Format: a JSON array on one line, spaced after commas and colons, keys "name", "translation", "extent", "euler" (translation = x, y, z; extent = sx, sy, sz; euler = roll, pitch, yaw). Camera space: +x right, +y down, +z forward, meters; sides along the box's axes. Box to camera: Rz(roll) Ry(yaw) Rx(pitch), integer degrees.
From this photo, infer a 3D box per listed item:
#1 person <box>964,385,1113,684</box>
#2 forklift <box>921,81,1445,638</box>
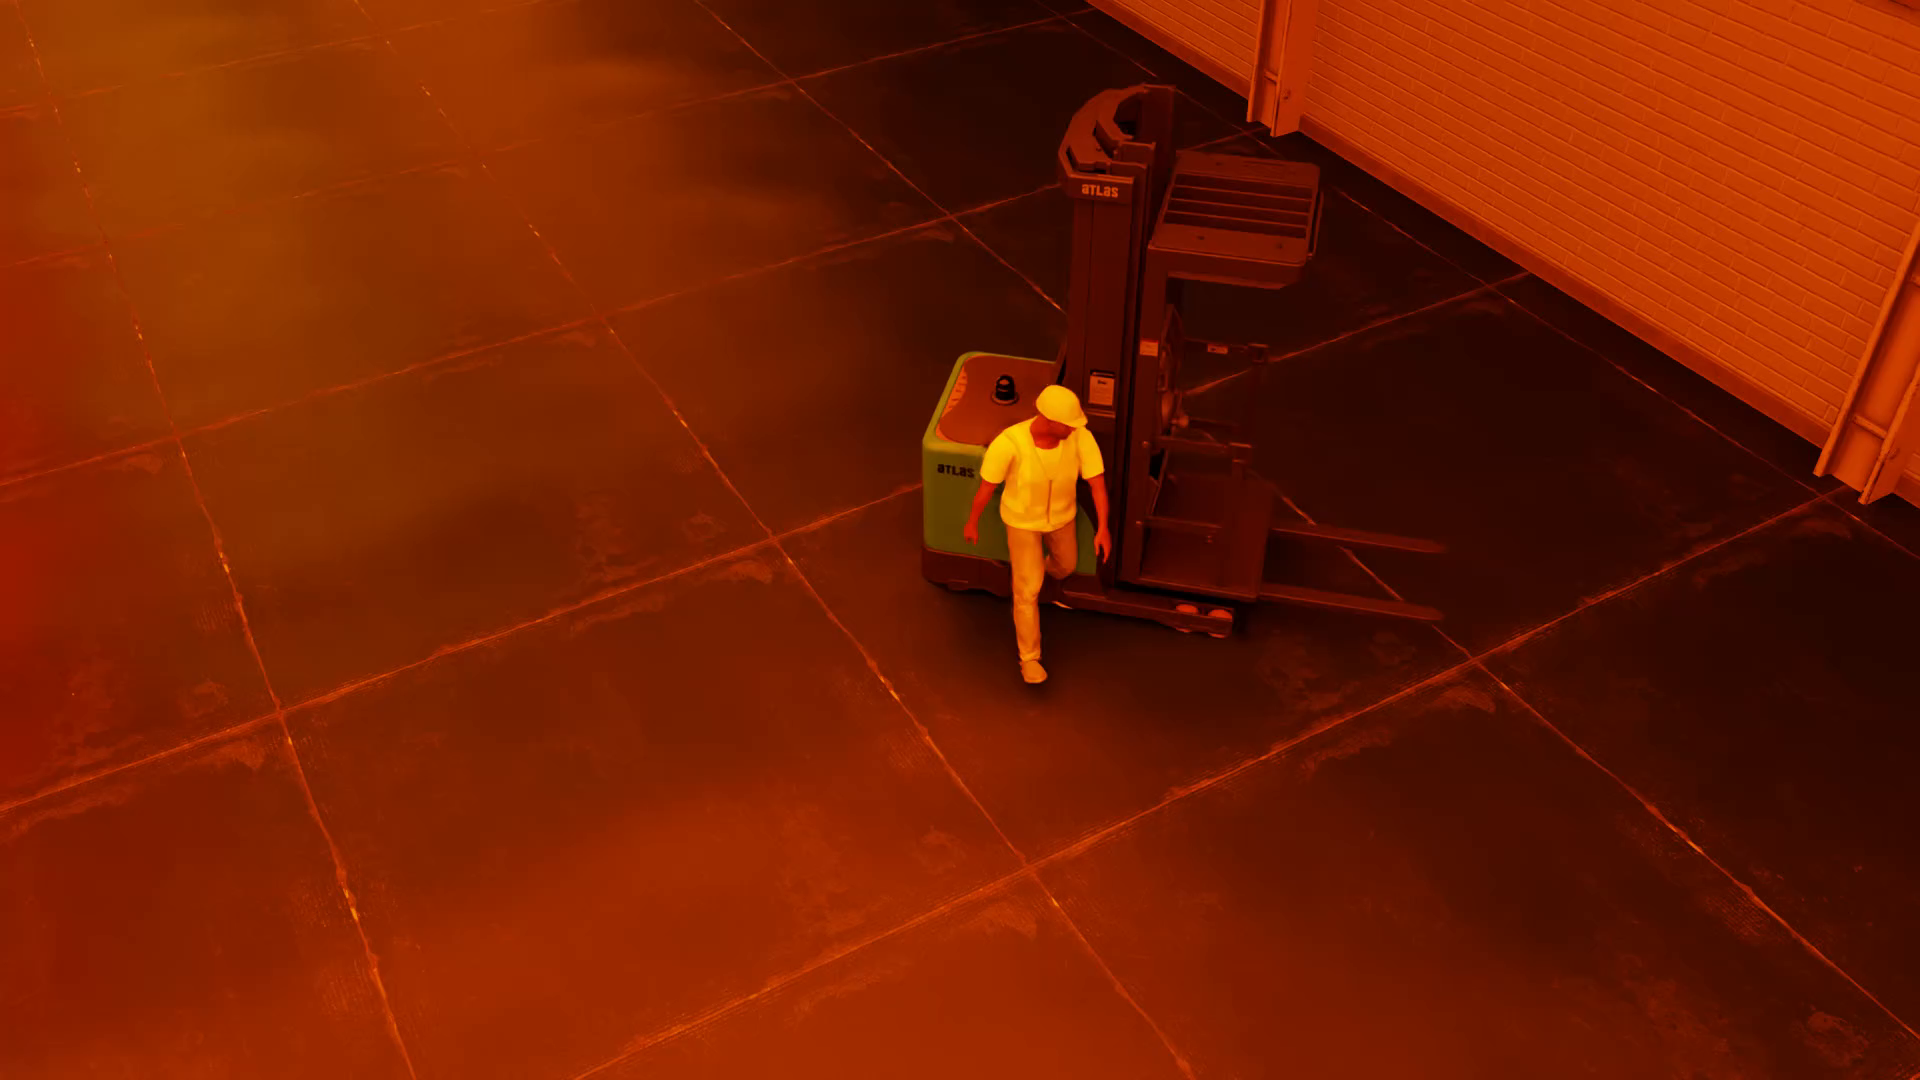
[{"name": "person", "translation": [0.442, -0.049, 9.098], "extent": [0.752, 1.733, 0.926], "euler": [-14, 42, -16]}, {"name": "forklift", "translation": [1.345, -0.936, 9.165], "extent": [3.031, 2.935, 1.130], "euler": [9, 40, 10]}]
